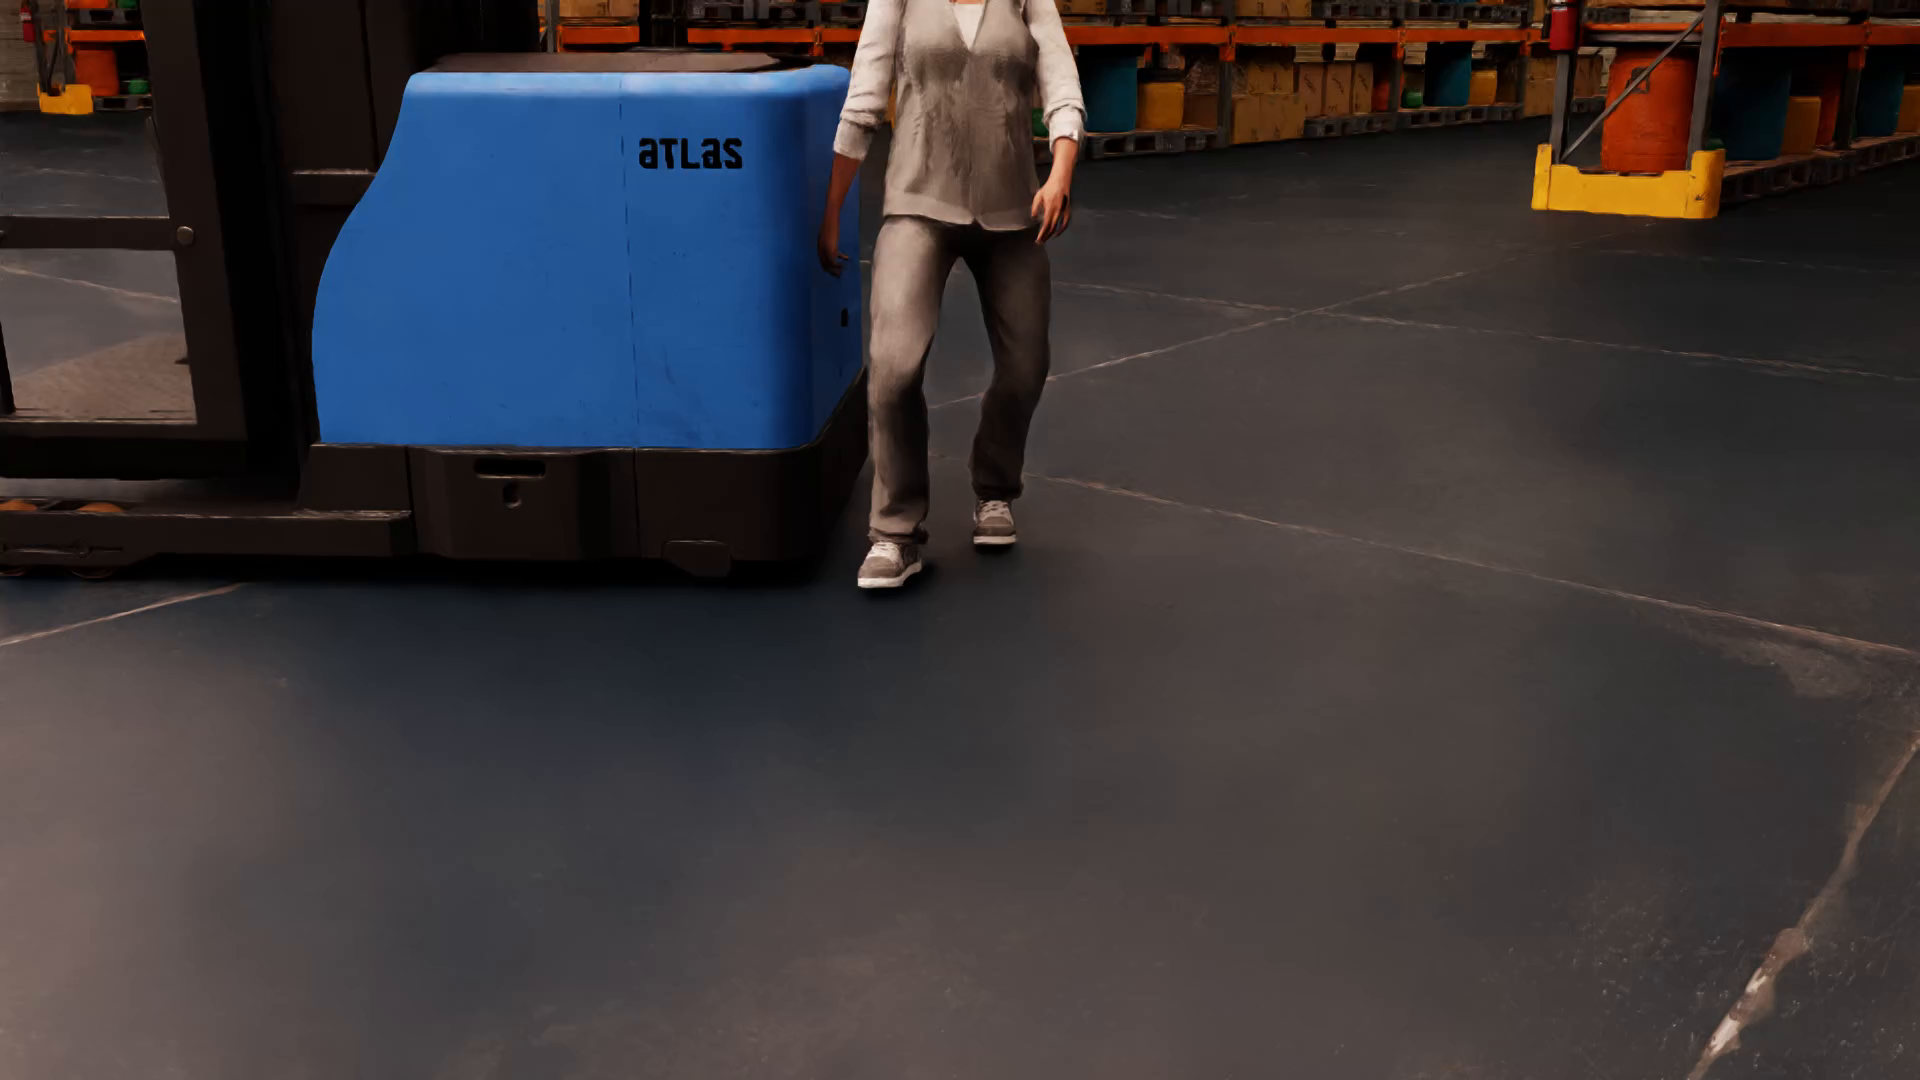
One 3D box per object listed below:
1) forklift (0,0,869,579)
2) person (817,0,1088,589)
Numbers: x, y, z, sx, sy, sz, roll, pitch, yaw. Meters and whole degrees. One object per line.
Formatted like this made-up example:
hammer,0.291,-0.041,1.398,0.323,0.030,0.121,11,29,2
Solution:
forklift,-1.784,-1.469,3.734,3.031,2.935,1.130,1,17,4
person,-0.030,-0.671,3.530,0.539,1.532,0.688,-4,17,-12
